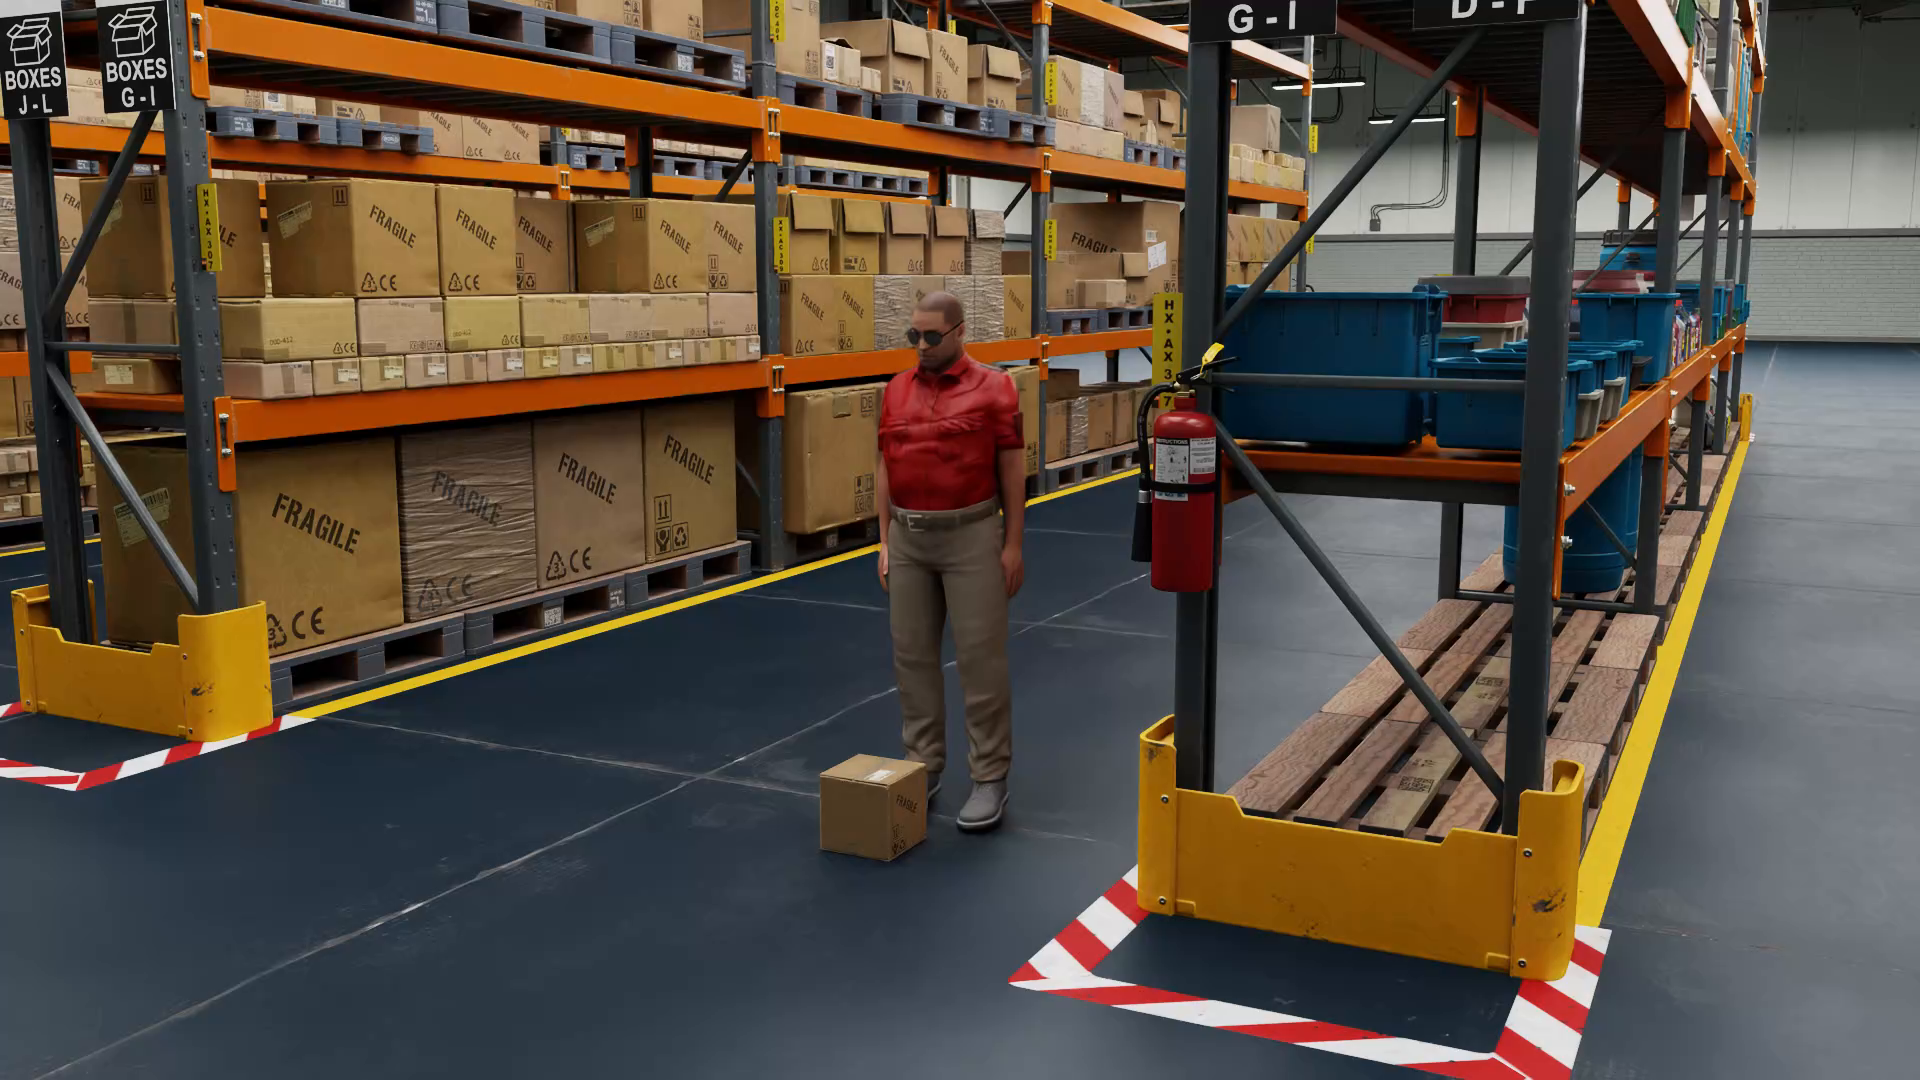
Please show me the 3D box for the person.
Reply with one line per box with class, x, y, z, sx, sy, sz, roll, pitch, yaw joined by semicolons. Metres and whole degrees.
person;-0.071;0.045;5.561;0.555;1.735;0.439;5;10;27
